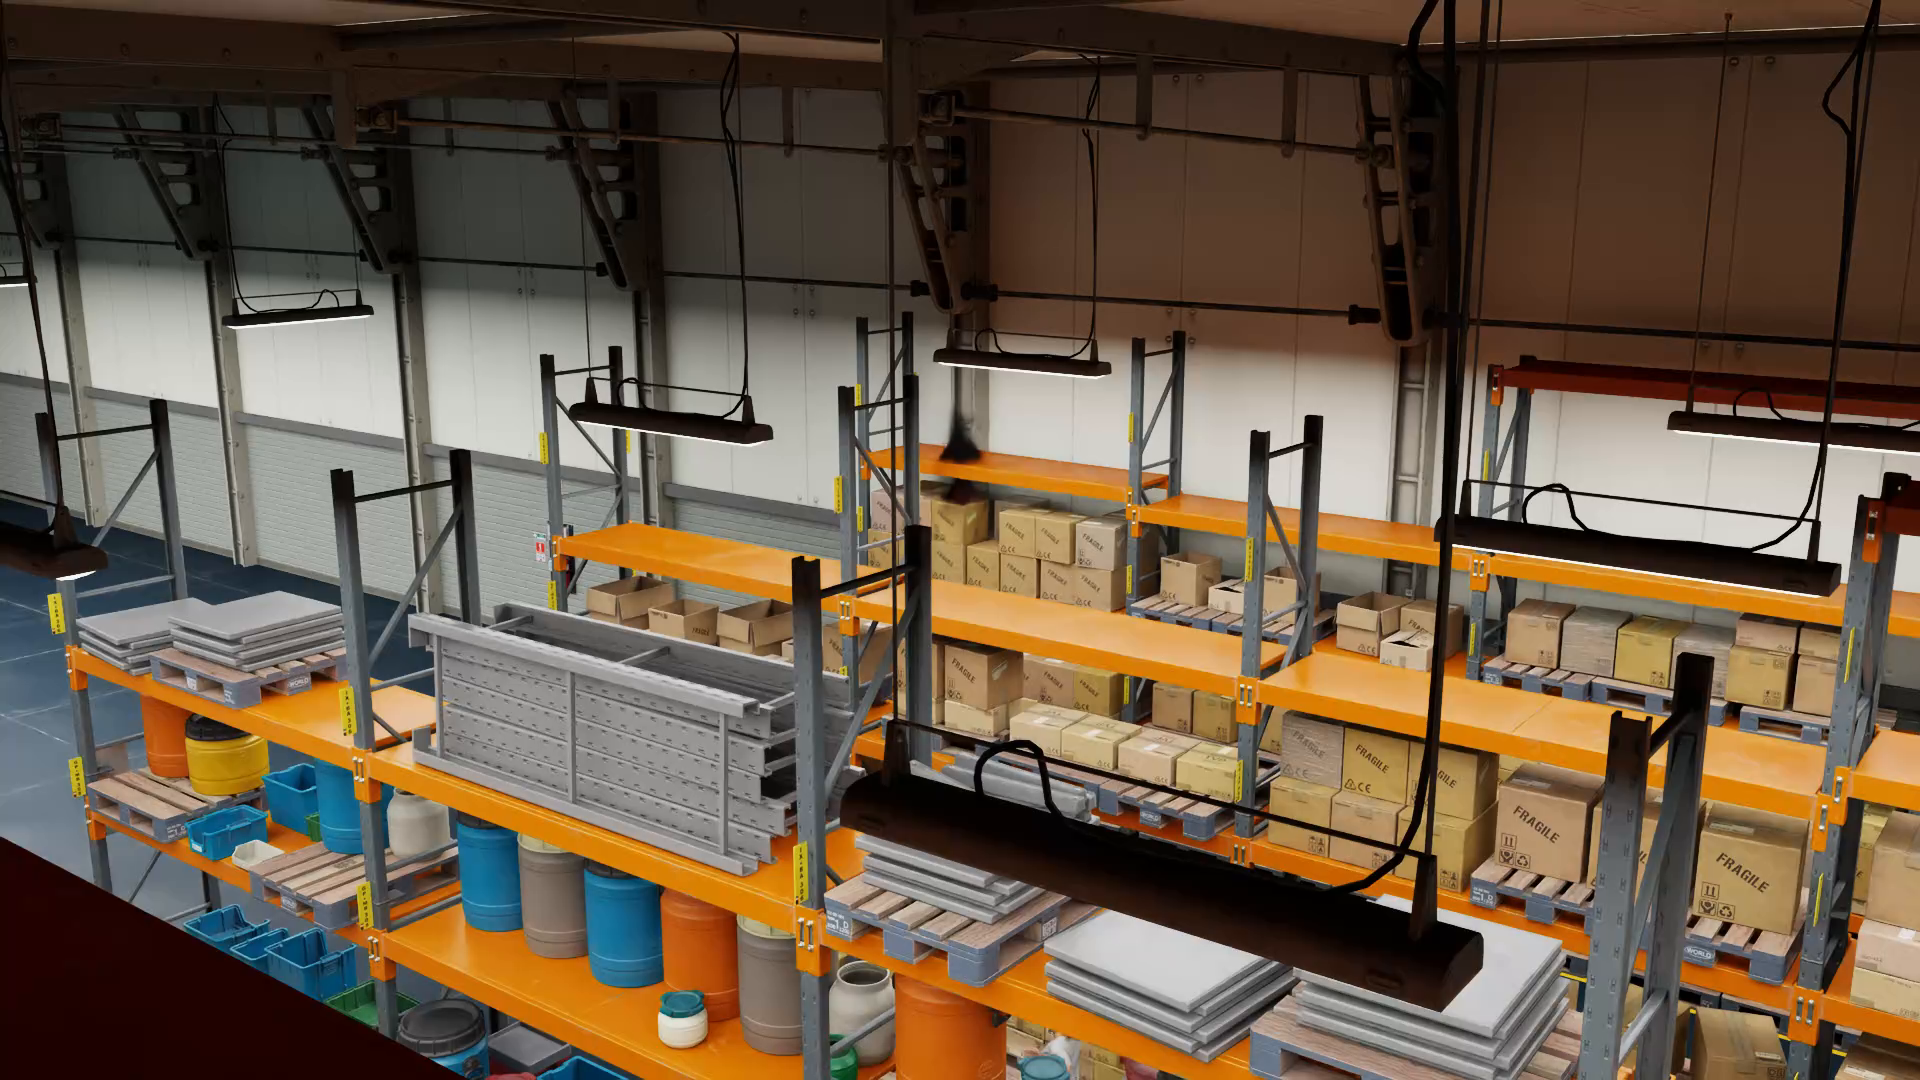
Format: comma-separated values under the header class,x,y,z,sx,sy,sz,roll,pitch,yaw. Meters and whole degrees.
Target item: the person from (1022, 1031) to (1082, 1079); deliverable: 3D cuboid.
class,x,y,z,sx,sy,sz,roll,pitch,yaw
person,0.831,4.366,12.762,0.890,1.709,0.580,9,16,34
